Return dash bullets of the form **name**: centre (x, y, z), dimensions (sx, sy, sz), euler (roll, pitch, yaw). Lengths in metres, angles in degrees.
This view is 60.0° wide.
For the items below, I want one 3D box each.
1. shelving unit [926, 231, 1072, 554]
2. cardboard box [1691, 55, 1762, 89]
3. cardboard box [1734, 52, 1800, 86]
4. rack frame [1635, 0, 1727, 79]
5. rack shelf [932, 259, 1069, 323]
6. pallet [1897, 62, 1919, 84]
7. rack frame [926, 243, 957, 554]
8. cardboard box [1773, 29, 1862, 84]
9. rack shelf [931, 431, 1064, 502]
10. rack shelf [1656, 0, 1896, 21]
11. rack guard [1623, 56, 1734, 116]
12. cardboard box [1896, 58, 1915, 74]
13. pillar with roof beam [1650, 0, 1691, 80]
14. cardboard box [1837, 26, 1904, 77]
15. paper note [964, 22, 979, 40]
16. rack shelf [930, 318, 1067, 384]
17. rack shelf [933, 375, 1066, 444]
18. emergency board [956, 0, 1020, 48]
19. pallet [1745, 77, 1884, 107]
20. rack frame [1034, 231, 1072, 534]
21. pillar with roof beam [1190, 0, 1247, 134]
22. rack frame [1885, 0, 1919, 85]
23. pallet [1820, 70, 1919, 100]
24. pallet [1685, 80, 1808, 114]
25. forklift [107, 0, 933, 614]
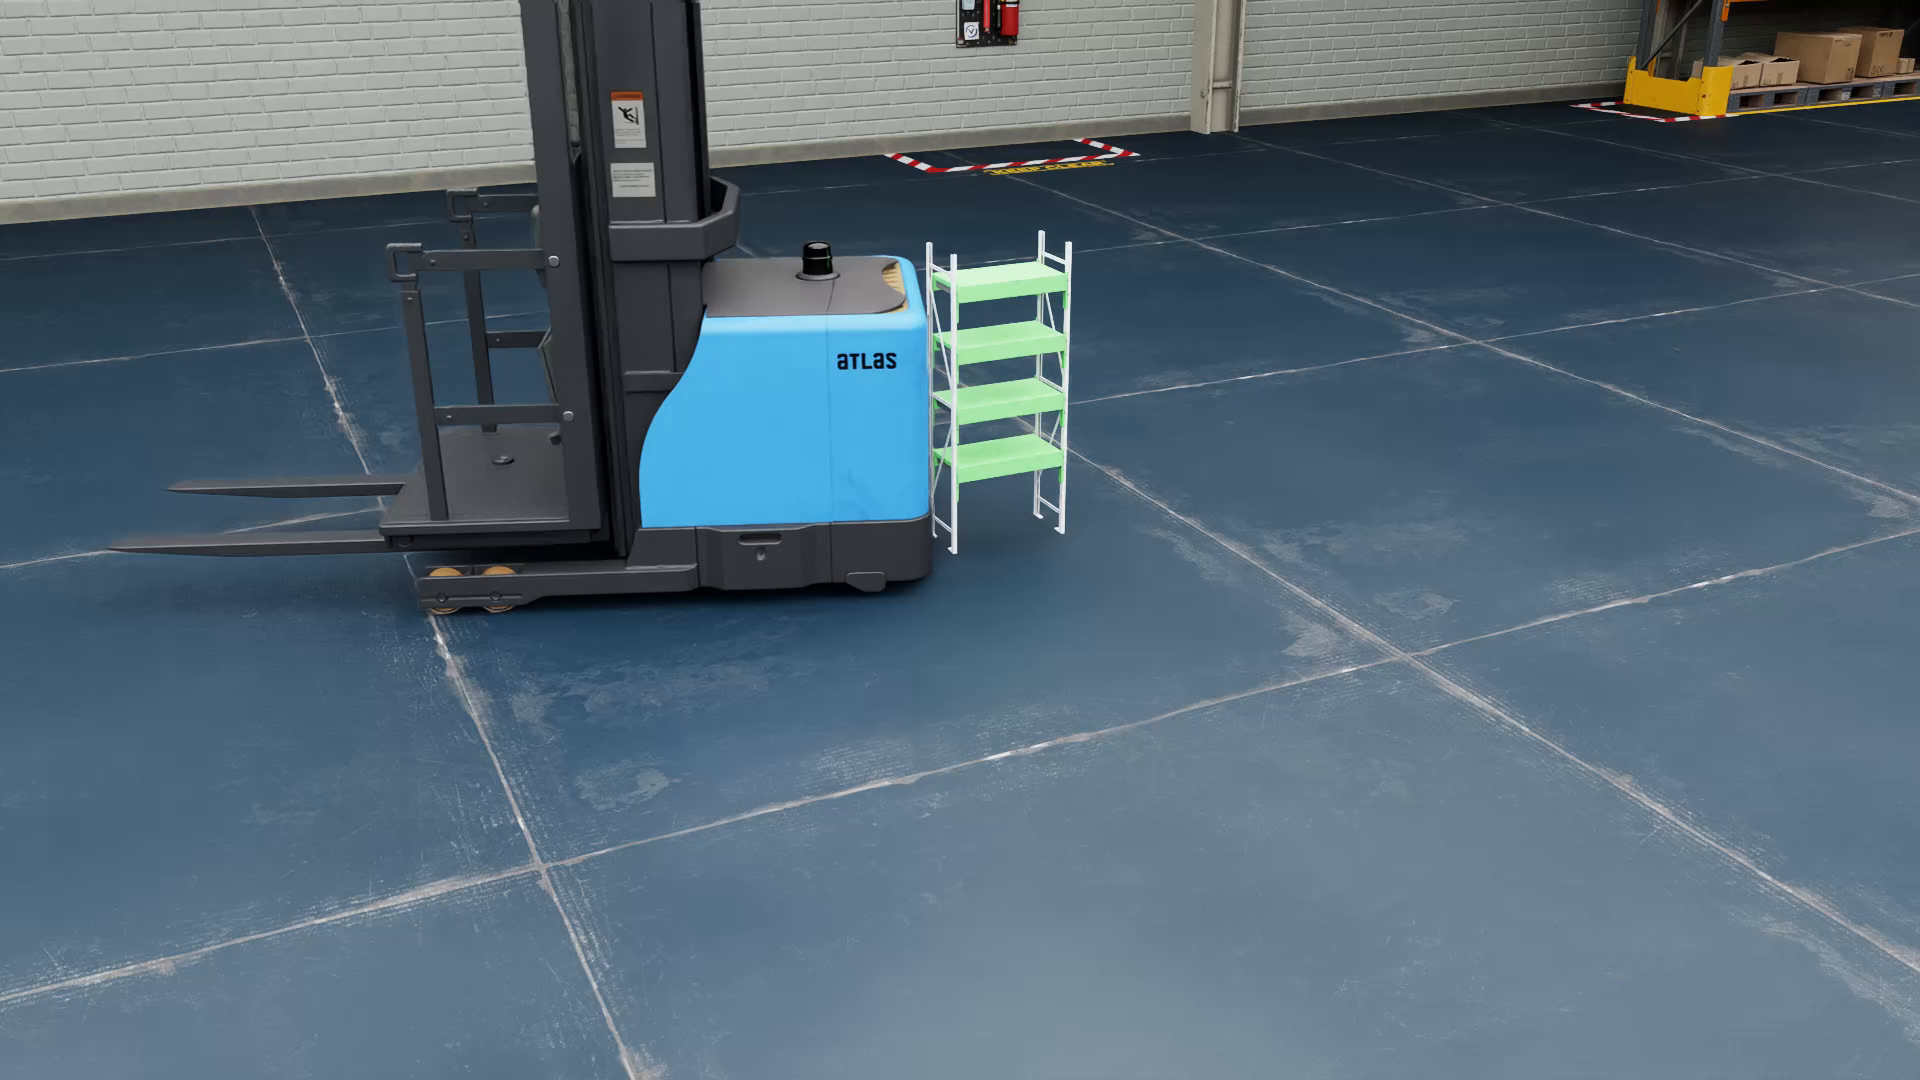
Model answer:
- **shelving unit**: centre (0.149, -0.582, 6.587), dimensions (0.503, 1.200, 0.258), euler (-10, 25, -24)
- **cardboard box**: centre (8.354, -5.114, 18.124), dimensions (0.500, 0.311, 0.500), euler (-14, 26, -30)
- **cardboard box**: centre (8.867, -5.209, 18.352), dimensions (0.500, 0.311, 0.500), euler (-8, 24, -19)
- **rack frame**: centre (7.691, -6.070, 17.491), dimensions (0.127, 3.000, 1.000), euler (-10, 25, -24)
- **rack shelf**: centre (0.149, -0.966, 6.428), dimensions (0.480, 0.148, 0.258), euler (-10, 25, -24)
- **pallet**: centre (11.996, -5.574, 19.941), dimensions (1.213, 0.211, 1.003), euler (-10, 25, -24)
- **rack frame**: centre (-0.071, -0.541, 6.489), dimensions (0.015, 1.200, 0.240), euler (-10, 25, -24)
- **cardboard box**: centre (9.550, -5.401, 18.568), dimensions (0.500, 0.500, 0.700), euler (-12, 25, -27)
- **rack shelf**: centre (0.149, -0.301, 6.703), dimensions (0.480, 0.148, 0.258), euler (-10, 25, -24)
- **rack shelf**: centre (9.493, -6.069, 18.430), dimensions (4.000, 0.370, 1.077), euler (-10, 25, -24)
- **rack guard**: centre (7.760, -4.927, 18.000), dimensions (0.348, 0.500, 1.175), euler (-10, 25, -24)
- **cardboard box**: centre (10.826, -5.528, 19.312), dimensions (0.250, 0.166, 0.380), euler (-14, 26, -30)
- **pillar with roof beam**: centre (9.814, -7.772, 13.760), dimensions (0.400, 9.000, 9.100), euler (-10, 25, -24)
- **cardboard box**: centre (10.377, -5.595, 19.039), dimensions (0.500, 0.500, 0.500), euler (-12, 26, -28)
- **paper note**: centre (0.108, -4.679, 15.284), dimensions (0.142, 0.148, 0.016), euler (-10, 25, -24)
- **rack shelf**: centre (0.149, -0.745, 6.519), dimensions (0.480, 0.148, 0.258), euler (-10, 25, -24)
- **rack shelf**: centre (0.149, -0.523, 6.611), dimensions (0.480, 0.148, 0.258), euler (-10, 25, -24)
- **emergency board**: centre (0.297, -5.092, 15.129), dimensions (0.643, 1.169, 0.194), euler (-10, 25, -24)
- **pallet**: centre (9.605, -5.117, 18.836), dimensions (1.213, 0.211, 1.003), euler (-10, 25, -24)
- **rack frame**: centre (0.369, -0.622, 6.685), dimensions (0.015, 1.200, 0.240), euler (-10, 25, -24)
- **pillar with roof beam**: centre (4.407, -6.777, 11.356), dimensions (0.400, 9.000, 9.100), euler (-10, 25, -24)
- **rack frame**: centre (11.295, -6.733, 19.094), dimensions (0.127, 3.000, 1.000), euler (-10, 25, -24)
- **pallet**: centre (10.705, -5.321, 19.329), dimensions (1.213, 0.211, 1.003), euler (-10, 25, -24)
- **pallet**: centre (8.507, -4.916, 18.351), dimensions (1.213, 0.211, 1.003), euler (-10, 25, -24)
- **forklift**: centre (-1.648, -1.293, 6.041), dimensions (3.031, 2.935, 1.130), euler (-2, 23, -4)
